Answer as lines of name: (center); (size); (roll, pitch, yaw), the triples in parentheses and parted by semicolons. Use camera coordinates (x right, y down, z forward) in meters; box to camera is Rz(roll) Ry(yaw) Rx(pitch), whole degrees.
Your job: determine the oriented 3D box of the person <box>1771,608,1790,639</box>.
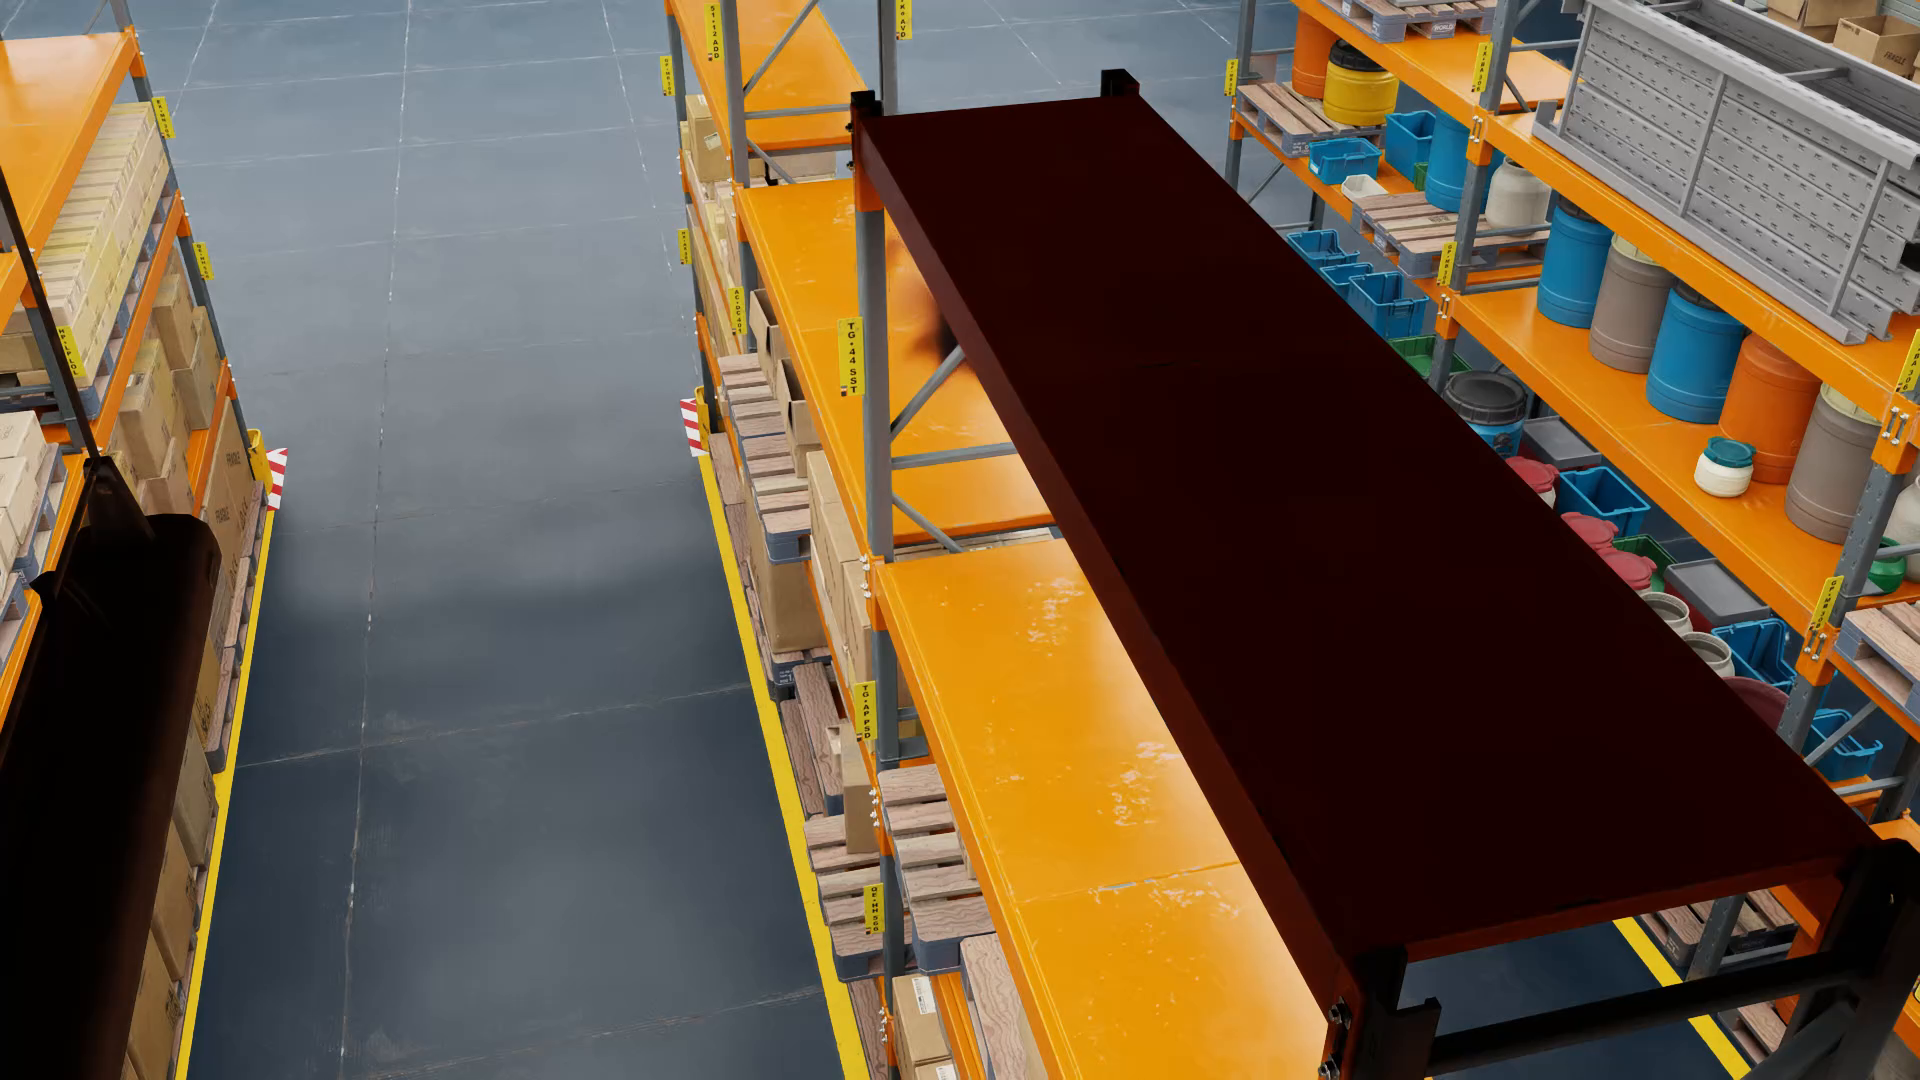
person: (6.121, 0.032, 12.599); (0.507, 1.626, 0.824); (-11, 36, -16)
